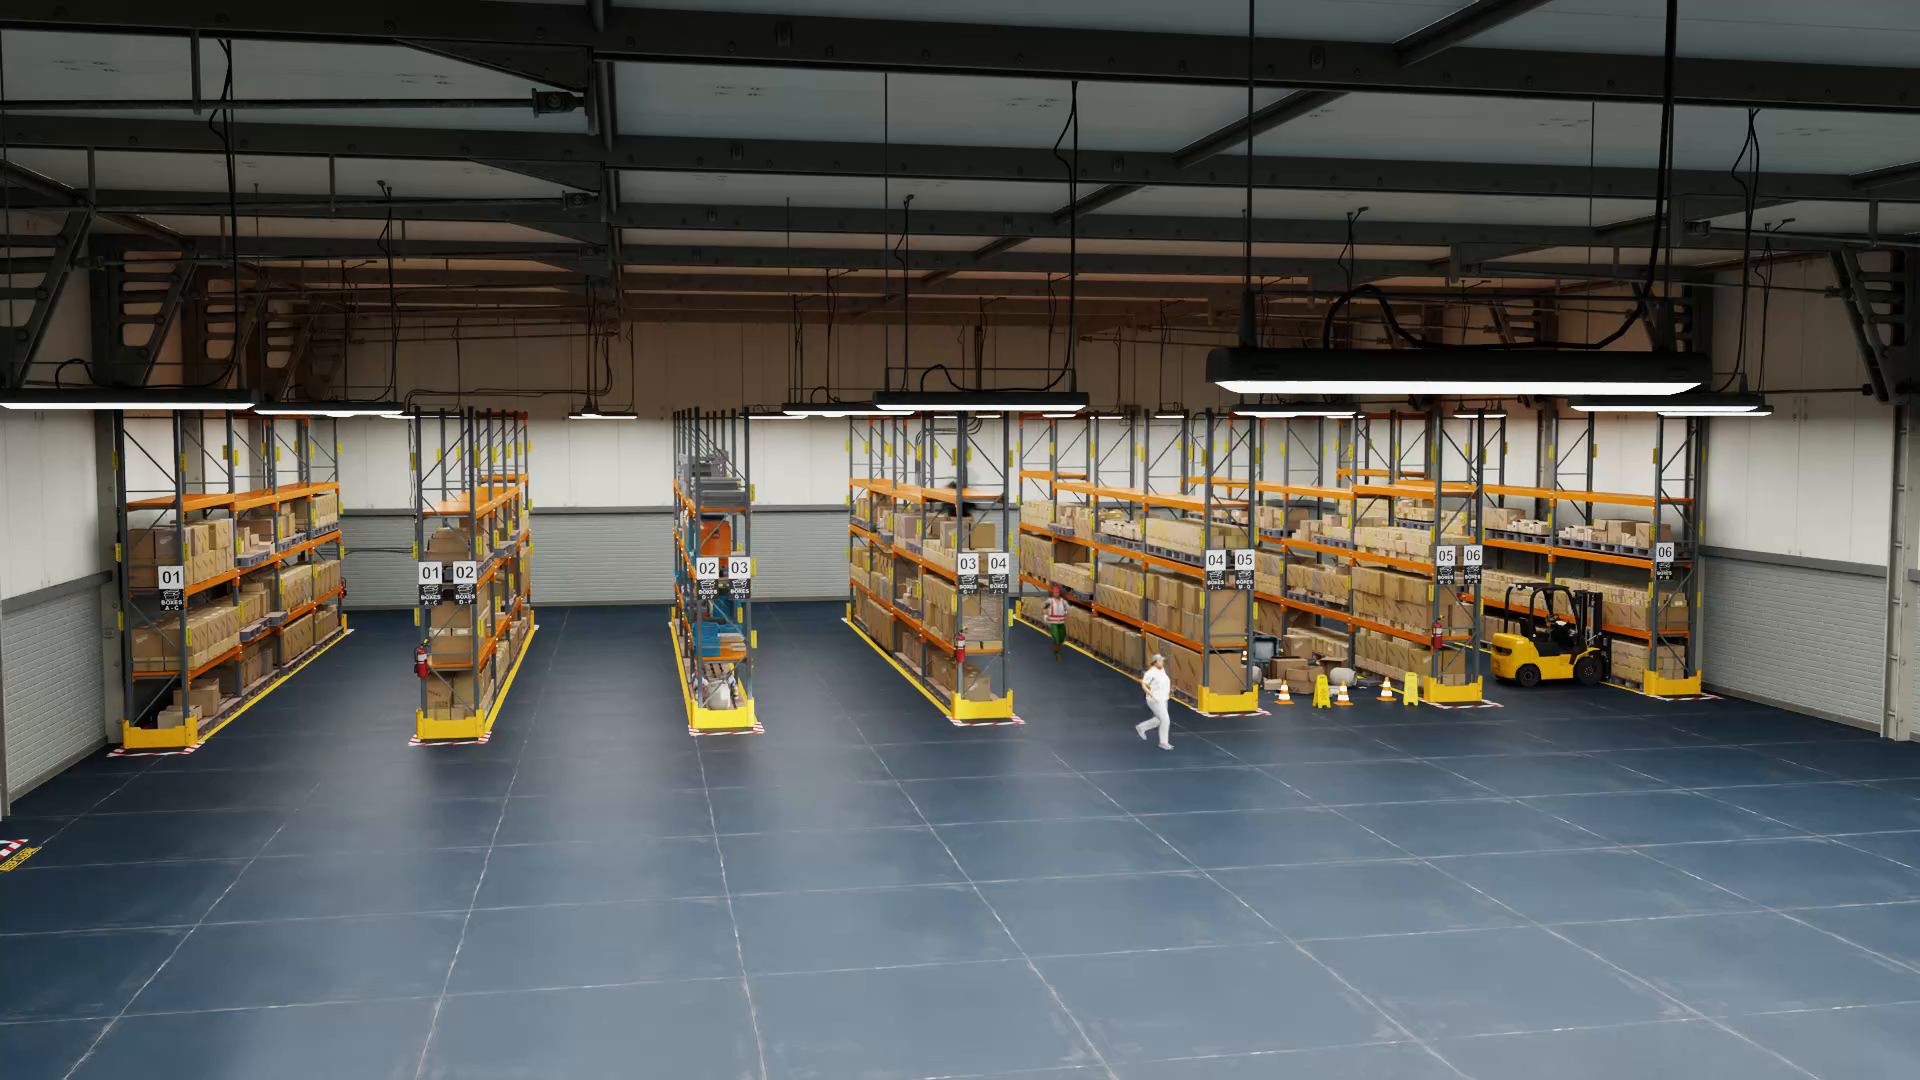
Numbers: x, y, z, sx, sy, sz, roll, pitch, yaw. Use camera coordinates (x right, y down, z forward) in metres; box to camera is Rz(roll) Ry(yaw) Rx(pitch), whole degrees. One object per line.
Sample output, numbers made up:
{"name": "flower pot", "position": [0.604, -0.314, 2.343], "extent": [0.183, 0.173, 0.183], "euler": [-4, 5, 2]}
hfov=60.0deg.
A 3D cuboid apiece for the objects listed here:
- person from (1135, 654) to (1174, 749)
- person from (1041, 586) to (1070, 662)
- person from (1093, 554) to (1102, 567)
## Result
{"name": "person", "position": [3.448, 2.830, 29.287], "extent": [0.748, 1.668, 0.601], "euler": [2, 5, 31]}
{"name": "person", "position": [2.316, 1.994, 39.824], "extent": [0.656, 1.764, 0.963], "euler": [-1, 4, -14]}
{"name": "person", "position": [4.121, 1.280, 50.268], "extent": [0.733, 1.790, 0.627], "euler": [-1, 4, -8]}
